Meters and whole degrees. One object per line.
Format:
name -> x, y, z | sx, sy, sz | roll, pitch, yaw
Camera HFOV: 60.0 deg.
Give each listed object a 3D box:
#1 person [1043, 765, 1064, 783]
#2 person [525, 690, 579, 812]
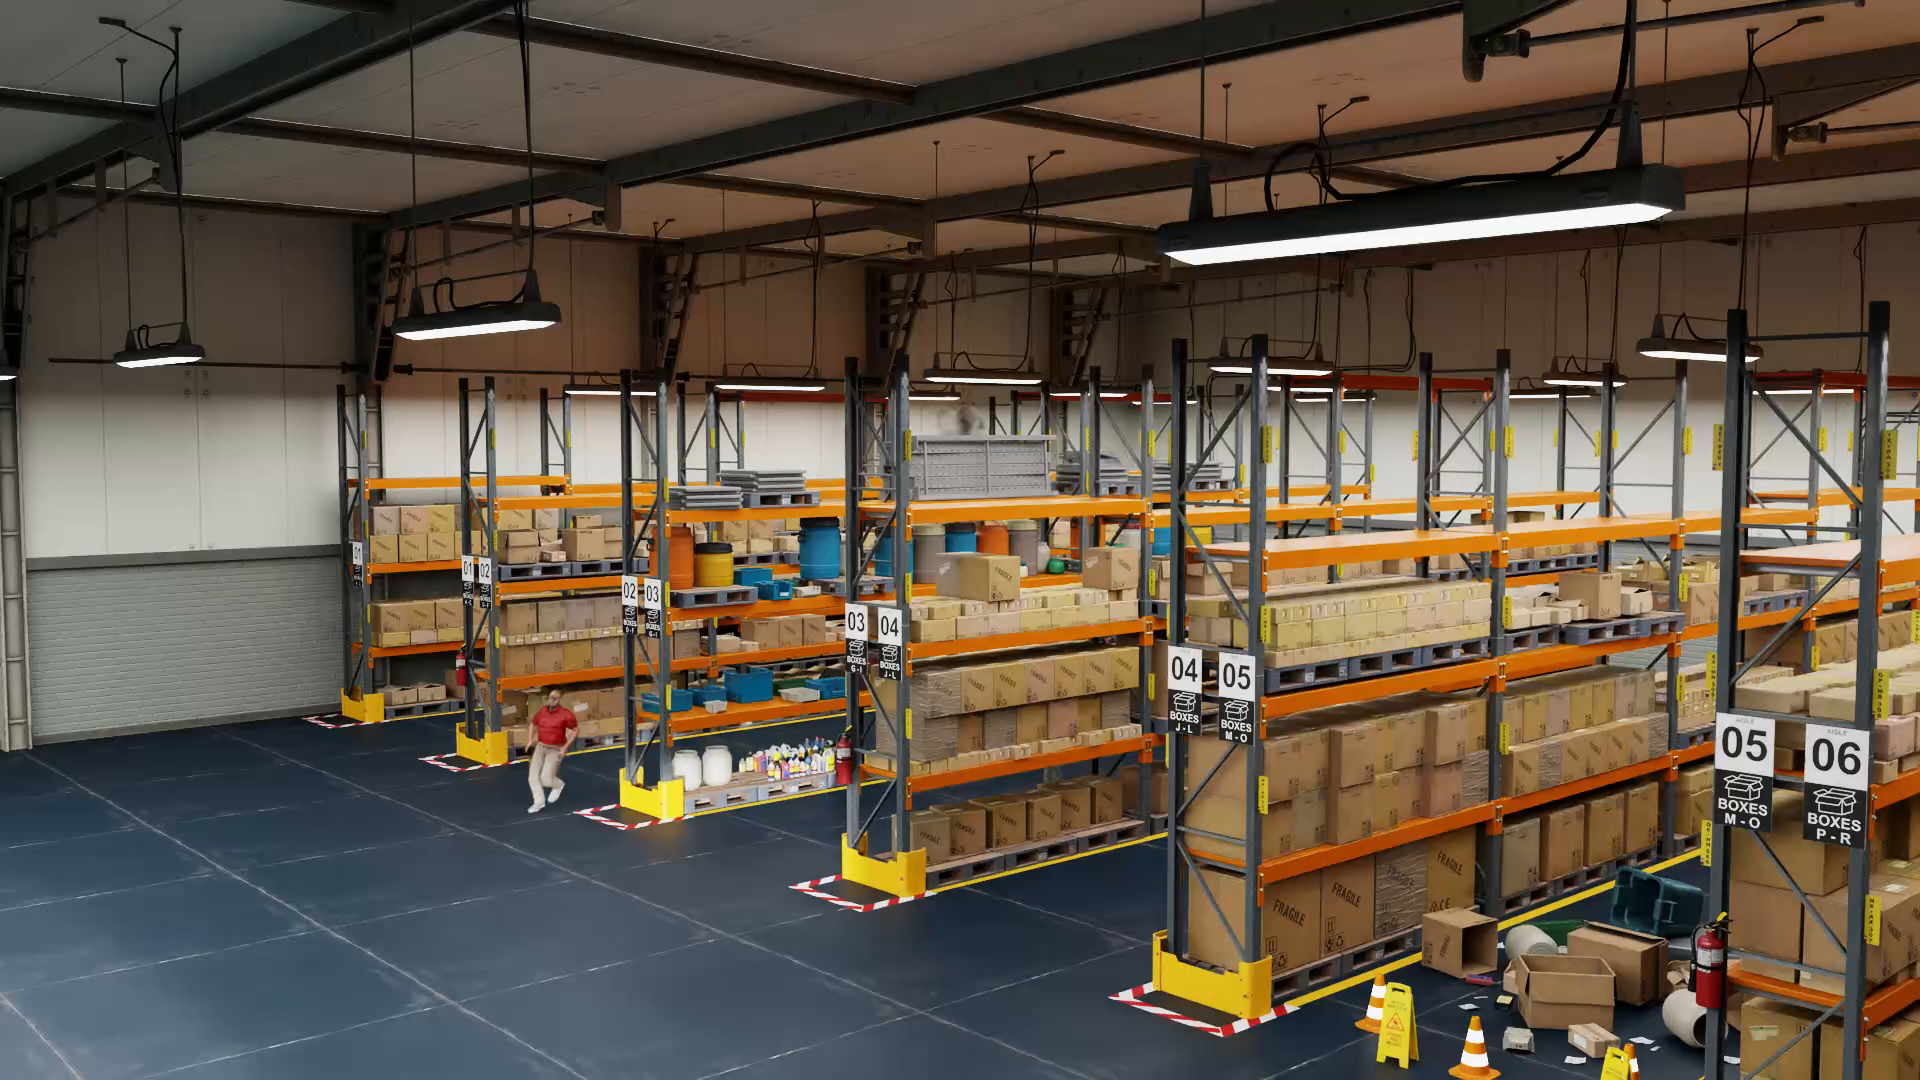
person -> 1.254, 2.731, 23.198 | 0.664, 1.823, 0.824 | 3, 5, 38
person -> -5.544, 2.861, 22.612 | 0.707, 1.670, 0.563 | 1, 4, 17
